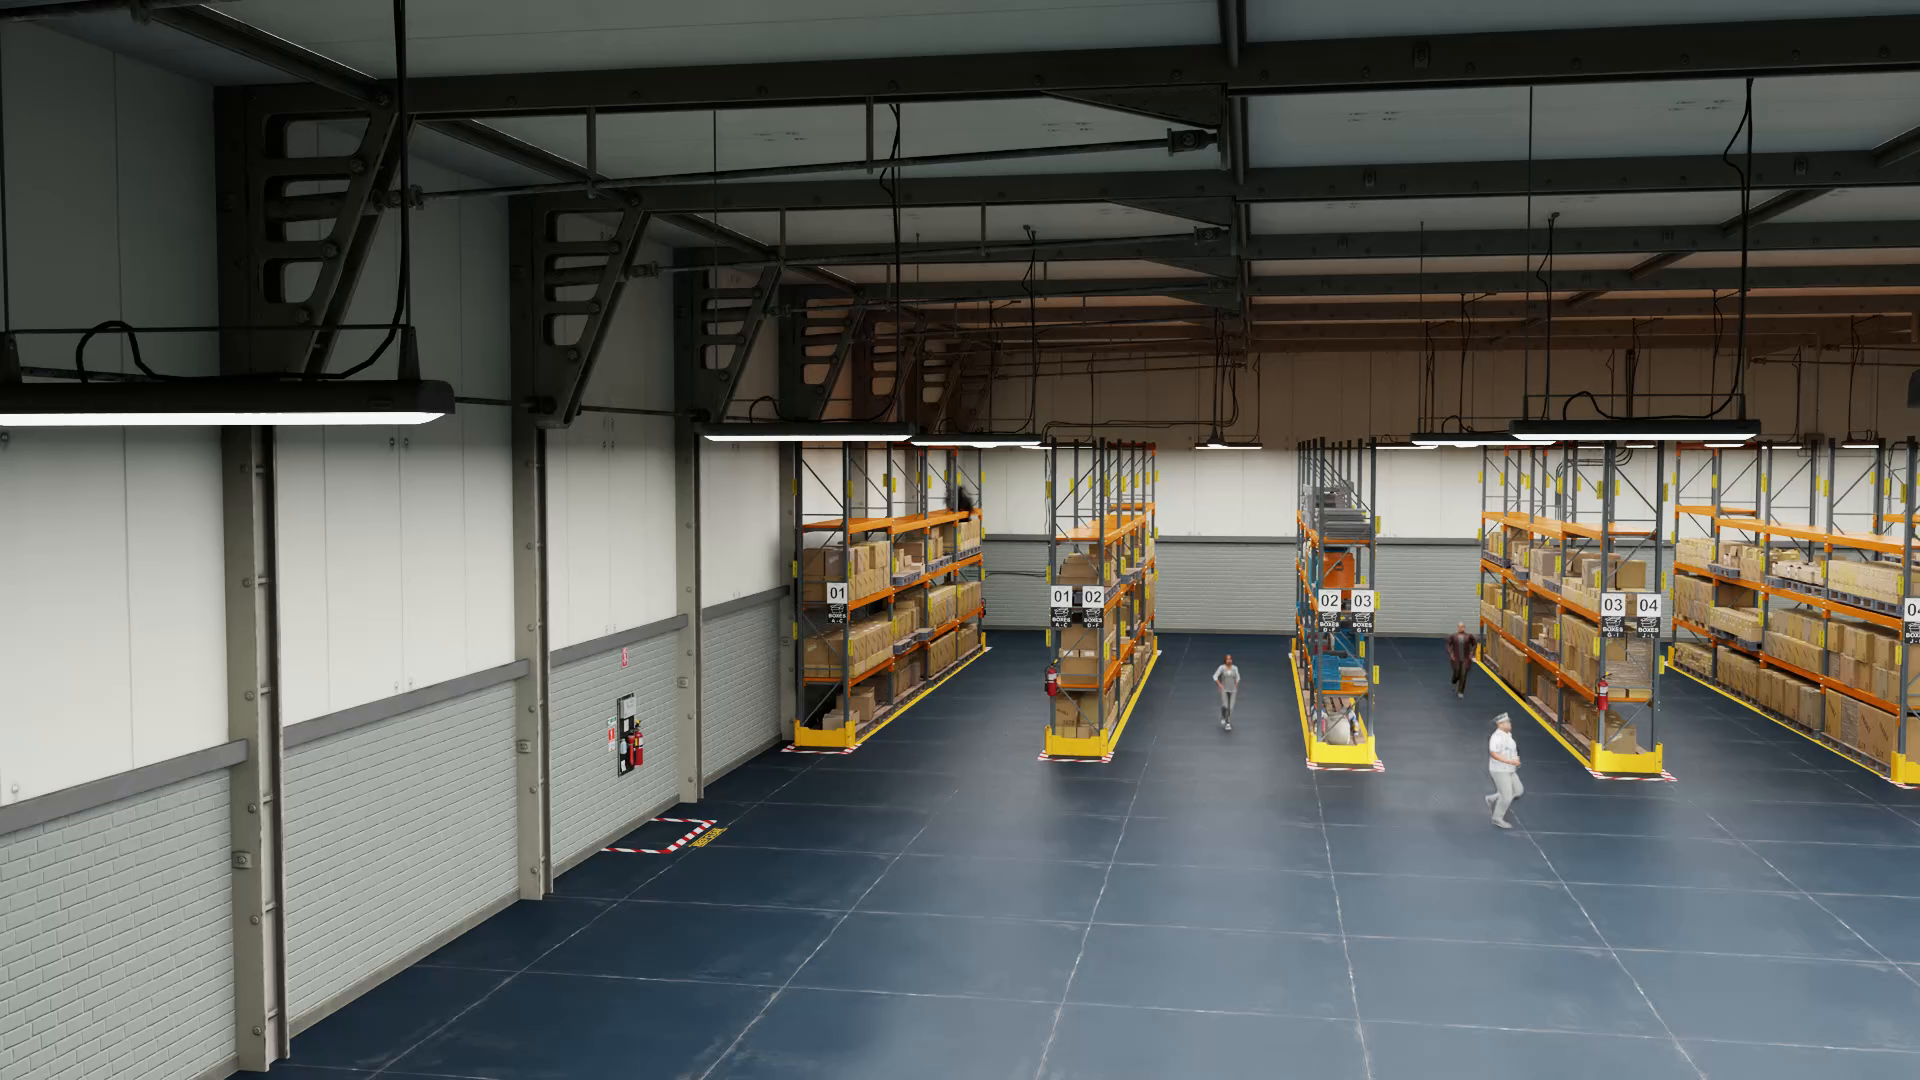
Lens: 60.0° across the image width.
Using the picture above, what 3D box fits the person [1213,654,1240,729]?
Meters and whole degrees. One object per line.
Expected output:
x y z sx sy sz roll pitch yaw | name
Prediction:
5.504 3.125 34.128 0.527 1.560 0.552 0 3 -2 | person

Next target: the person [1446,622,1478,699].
11.746 2.800 38.929 0.712 1.757 0.735 1 3 16 | person

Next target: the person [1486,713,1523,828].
8.324 3.507 25.440 0.612 1.749 0.705 2 4 36 | person
